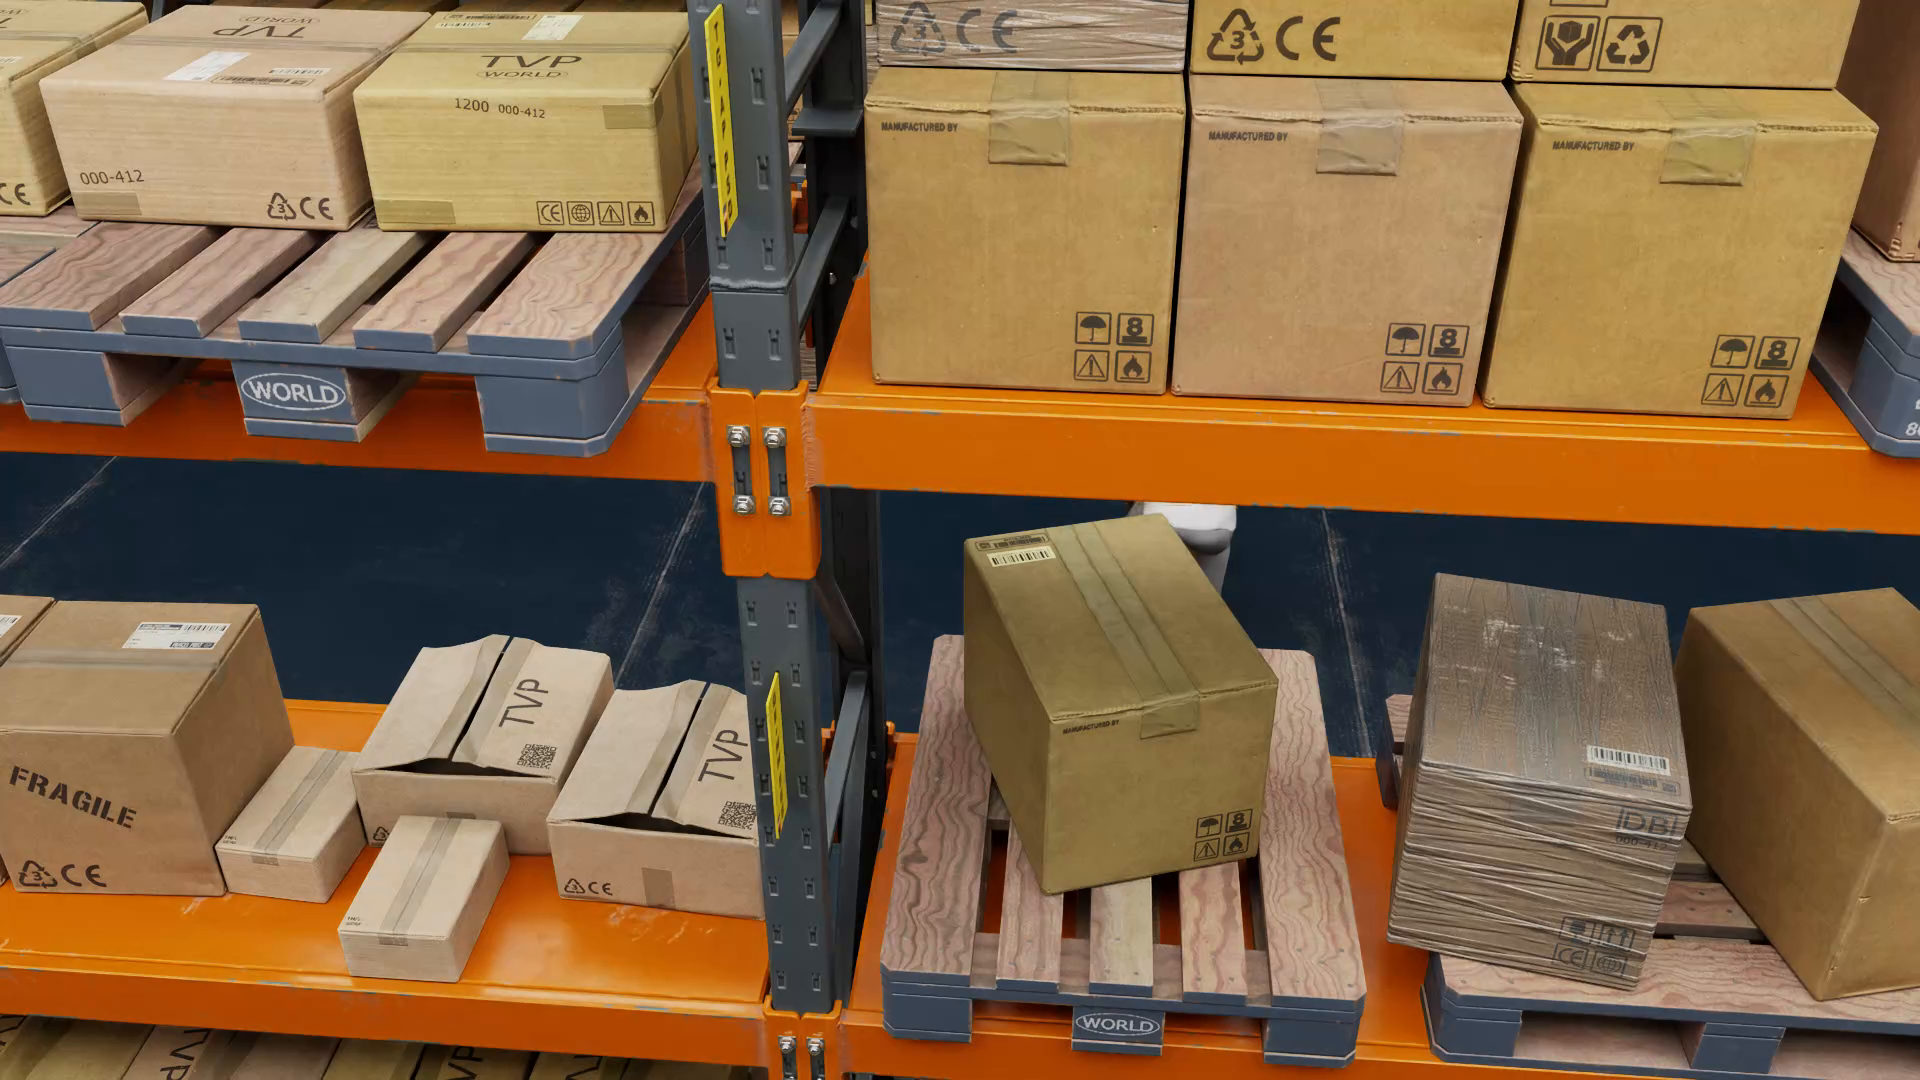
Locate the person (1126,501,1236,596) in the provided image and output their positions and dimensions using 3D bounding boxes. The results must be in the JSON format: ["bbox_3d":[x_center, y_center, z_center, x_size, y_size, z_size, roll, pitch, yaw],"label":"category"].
[{"bbox_3d":[0.899,-0.180,6.949,0.498,1.109,0.828,2,32,4],"label":"person"}]
